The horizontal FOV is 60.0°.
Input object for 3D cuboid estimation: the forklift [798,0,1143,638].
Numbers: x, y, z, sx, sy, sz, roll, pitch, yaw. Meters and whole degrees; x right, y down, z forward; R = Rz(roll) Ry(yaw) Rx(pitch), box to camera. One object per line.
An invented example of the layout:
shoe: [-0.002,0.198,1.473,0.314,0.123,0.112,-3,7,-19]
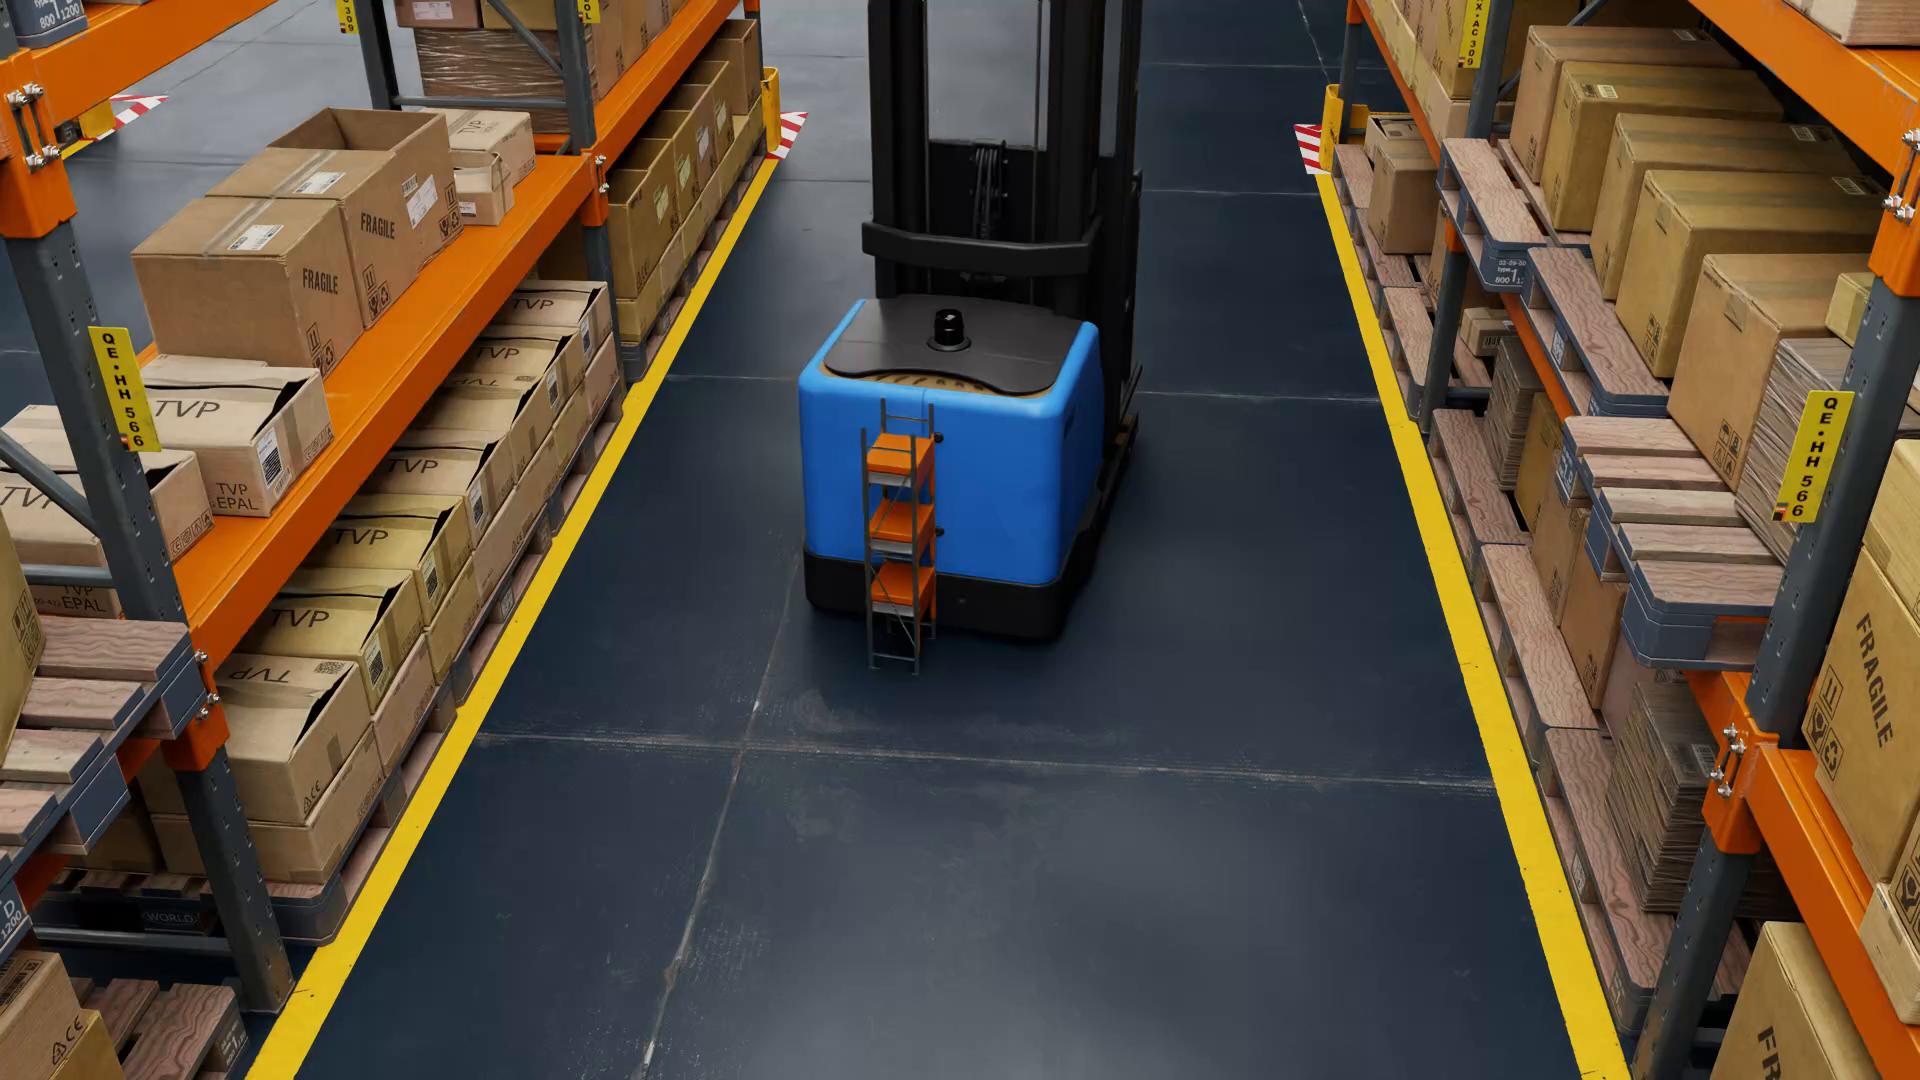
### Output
forklift: [0.233,-1.629,7.099,1.130,2.935,3.031,8,32,12]

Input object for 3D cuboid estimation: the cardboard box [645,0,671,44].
cardboard box: [-2.042,-3.085,9.301,0.700,0.500,0.500,3,32,5]

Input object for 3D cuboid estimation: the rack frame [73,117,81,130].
rack frame: [-6.805,-4.309,11.383,1.000,3.000,0.127,2,32,4]

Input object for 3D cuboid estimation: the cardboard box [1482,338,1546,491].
cardboard box: [2.700,-0.532,7.217,0.700,0.500,0.500,3,32,6]

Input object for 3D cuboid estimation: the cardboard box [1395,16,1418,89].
cardboard box: [2.555,-2.523,8.609,0.500,0.250,0.500,2,32,4]

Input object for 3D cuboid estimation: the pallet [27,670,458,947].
pallet: [-2.414,0.846,5.676,1.003,0.211,1.213,2,32,4]

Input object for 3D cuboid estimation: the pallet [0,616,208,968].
pallet: [-2.505,0.527,3.719,1.213,0.211,1.003,2,32,4]

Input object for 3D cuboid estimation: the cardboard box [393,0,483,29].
cardboard box: [-2.385,-2.474,7.692,0.380,0.149,0.250,2,32,4]

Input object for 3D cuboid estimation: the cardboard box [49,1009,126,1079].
cardboard box: [-2.362,1.464,3.979,0.500,0.500,0.500,4,32,6]

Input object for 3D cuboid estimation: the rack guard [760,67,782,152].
rack guard: [-1.866,-3.044,11.713,1.175,0.500,0.348,2,32,4]

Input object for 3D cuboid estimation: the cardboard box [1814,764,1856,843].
cardboard box: [2.160,0.558,3.706,0.380,0.149,0.250,2,32,3]

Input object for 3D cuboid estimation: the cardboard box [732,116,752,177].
cardboard box: [-1.646,-2.549,10.747,0.500,0.250,0.500,2,32,4]

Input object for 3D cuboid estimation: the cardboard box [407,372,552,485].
cardboard box: [-2.020,-0.494,6.878,0.500,0.311,0.500,2,32,4]

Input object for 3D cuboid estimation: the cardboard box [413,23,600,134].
cardboard box: [-2.164,-2.279,7.993,0.700,0.500,0.500,2,32,3]

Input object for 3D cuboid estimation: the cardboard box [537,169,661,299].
cardboard box: [-1.844,-1.560,8.429,0.500,0.500,0.500,2,32,4]

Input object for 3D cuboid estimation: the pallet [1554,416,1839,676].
pallet: [2.370,0.002,4.571,1.213,0.211,1.003,2,32,4]

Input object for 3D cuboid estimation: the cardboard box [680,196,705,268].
cardboard box: [-1.762,-1.764,9.474,0.500,0.250,0.500,2,32,4]

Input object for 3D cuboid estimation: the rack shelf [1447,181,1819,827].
rack shelf: [2.581,-0.442,5.794,1.077,0.370,4.000,2,32,4]

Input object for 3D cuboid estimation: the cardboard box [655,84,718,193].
cardboard box: [-1.724,-2.345,9.702,0.500,0.500,0.500,2,32,4]

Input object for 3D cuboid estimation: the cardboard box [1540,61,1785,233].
cardboard box: [2.616,-1.467,6.258,0.700,0.500,0.500,6,32,9]

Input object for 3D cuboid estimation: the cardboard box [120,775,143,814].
cardboard box: [-2.722,0.556,5.174,0.500,0.311,0.500,3,32,5]

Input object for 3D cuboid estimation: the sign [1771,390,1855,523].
sign: [1.876,-0.180,3.655,0.100,0.325,0.005,2,32,4]

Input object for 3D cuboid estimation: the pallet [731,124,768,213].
pallet: [-1.889,-2.507,11.116,1.003,0.211,1.213,2,32,4]

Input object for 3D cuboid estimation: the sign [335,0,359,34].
sign: [-2.747,-2.429,7.432,0.100,0.325,0.005,2,32,4]

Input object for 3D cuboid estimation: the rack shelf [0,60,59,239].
rack shelf: [-2.682,0.163,1.953,1.077,0.370,4.000,2,32,4]

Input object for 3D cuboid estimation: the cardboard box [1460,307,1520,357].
cardboard box: [2.757,-1.056,8.386,0.380,0.166,0.250,-2,32,-2]

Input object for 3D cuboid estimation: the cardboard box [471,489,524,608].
cardboard box: [-2.066,0.015,6.587,0.500,0.250,0.500,3,32,5]

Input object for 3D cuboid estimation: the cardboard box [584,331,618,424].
cardboard box: [-1.939,-0.783,7.882,0.500,0.250,0.500,2,32,4]

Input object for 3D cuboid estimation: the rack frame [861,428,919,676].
rack frame: [-0.254,0.064,6.146,0.200,1.050,0.008,8,32,12]

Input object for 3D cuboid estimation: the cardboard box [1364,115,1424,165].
cardboard box: [2.923,-2.571,10.706,0.500,0.311,0.500,-1,32,-2]

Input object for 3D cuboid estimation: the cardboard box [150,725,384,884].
cardboard box: [-2.184,0.818,5.284,0.500,0.250,0.500,2,32,4]

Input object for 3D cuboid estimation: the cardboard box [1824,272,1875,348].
cardboard box: [2.428,-0.559,4.165,0.380,0.149,0.250,-3,32,-4]

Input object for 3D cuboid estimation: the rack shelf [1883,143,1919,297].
rack shelf: [2.255,0.372,1.613,1.077,0.370,4.000,2,32,4]

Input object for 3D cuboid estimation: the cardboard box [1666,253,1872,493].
cardboard box: [2.465,-0.472,4.642,0.700,0.500,0.500,0,32,-1]

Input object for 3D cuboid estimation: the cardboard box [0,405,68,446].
cardboard box: [-2.722,-0.287,5.097,0.380,0.149,0.250,2,32,4]

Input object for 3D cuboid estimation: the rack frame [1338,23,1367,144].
rack frame: [3.069,-3.886,10.696,1.000,3.000,0.127,2,32,4]

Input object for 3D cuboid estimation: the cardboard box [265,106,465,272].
cardboard box: [-2.315,-1.370,6.519,0.500,0.500,0.500,5,32,8]

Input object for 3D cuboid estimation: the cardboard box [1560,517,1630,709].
cardboard box: [2.595,0.270,5.916,0.700,0.500,0.500,2,32,4]

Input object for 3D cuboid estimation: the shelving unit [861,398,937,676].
shelving unit: [-0.224,0.002,6.247,0.215,1.050,0.252,8,32,12]

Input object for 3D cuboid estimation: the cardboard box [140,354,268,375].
cardboard box: [-2.472,-0.475,5.400,0.380,0.149,0.250,5,32,8]

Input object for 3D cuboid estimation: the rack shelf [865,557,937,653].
rack shelf: [-0.224,0.247,6.398,0.215,0.259,0.240,8,32,12]

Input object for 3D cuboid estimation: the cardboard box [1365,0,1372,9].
cardboard box: [2.685,-3.317,9.897,0.500,0.250,0.500,2,32,2]

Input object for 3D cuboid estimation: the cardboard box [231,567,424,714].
cardboard box: [-2.150,0.304,5.583,0.500,0.311,0.500,2,32,3]

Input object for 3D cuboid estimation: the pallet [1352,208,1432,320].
pallet: [2.860,-1.599,9.644,1.003,0.211,1.213,2,32,4]

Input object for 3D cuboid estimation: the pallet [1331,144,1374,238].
pallet: [2.962,-2.236,10.677,1.003,0.211,1.213,2,32,4]

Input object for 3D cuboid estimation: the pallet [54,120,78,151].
pallet: [-6.836,-2.656,11.358,1.003,0.211,1.213,2,32,4]

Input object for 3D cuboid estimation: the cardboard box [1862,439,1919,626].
cardboard box: [2.122,0.042,3.210,0.500,0.250,0.500,3,32,5]

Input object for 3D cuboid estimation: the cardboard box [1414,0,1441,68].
cardboard box: [2.509,-2.580,7.986,0.500,0.500,0.500,2,32,4]
